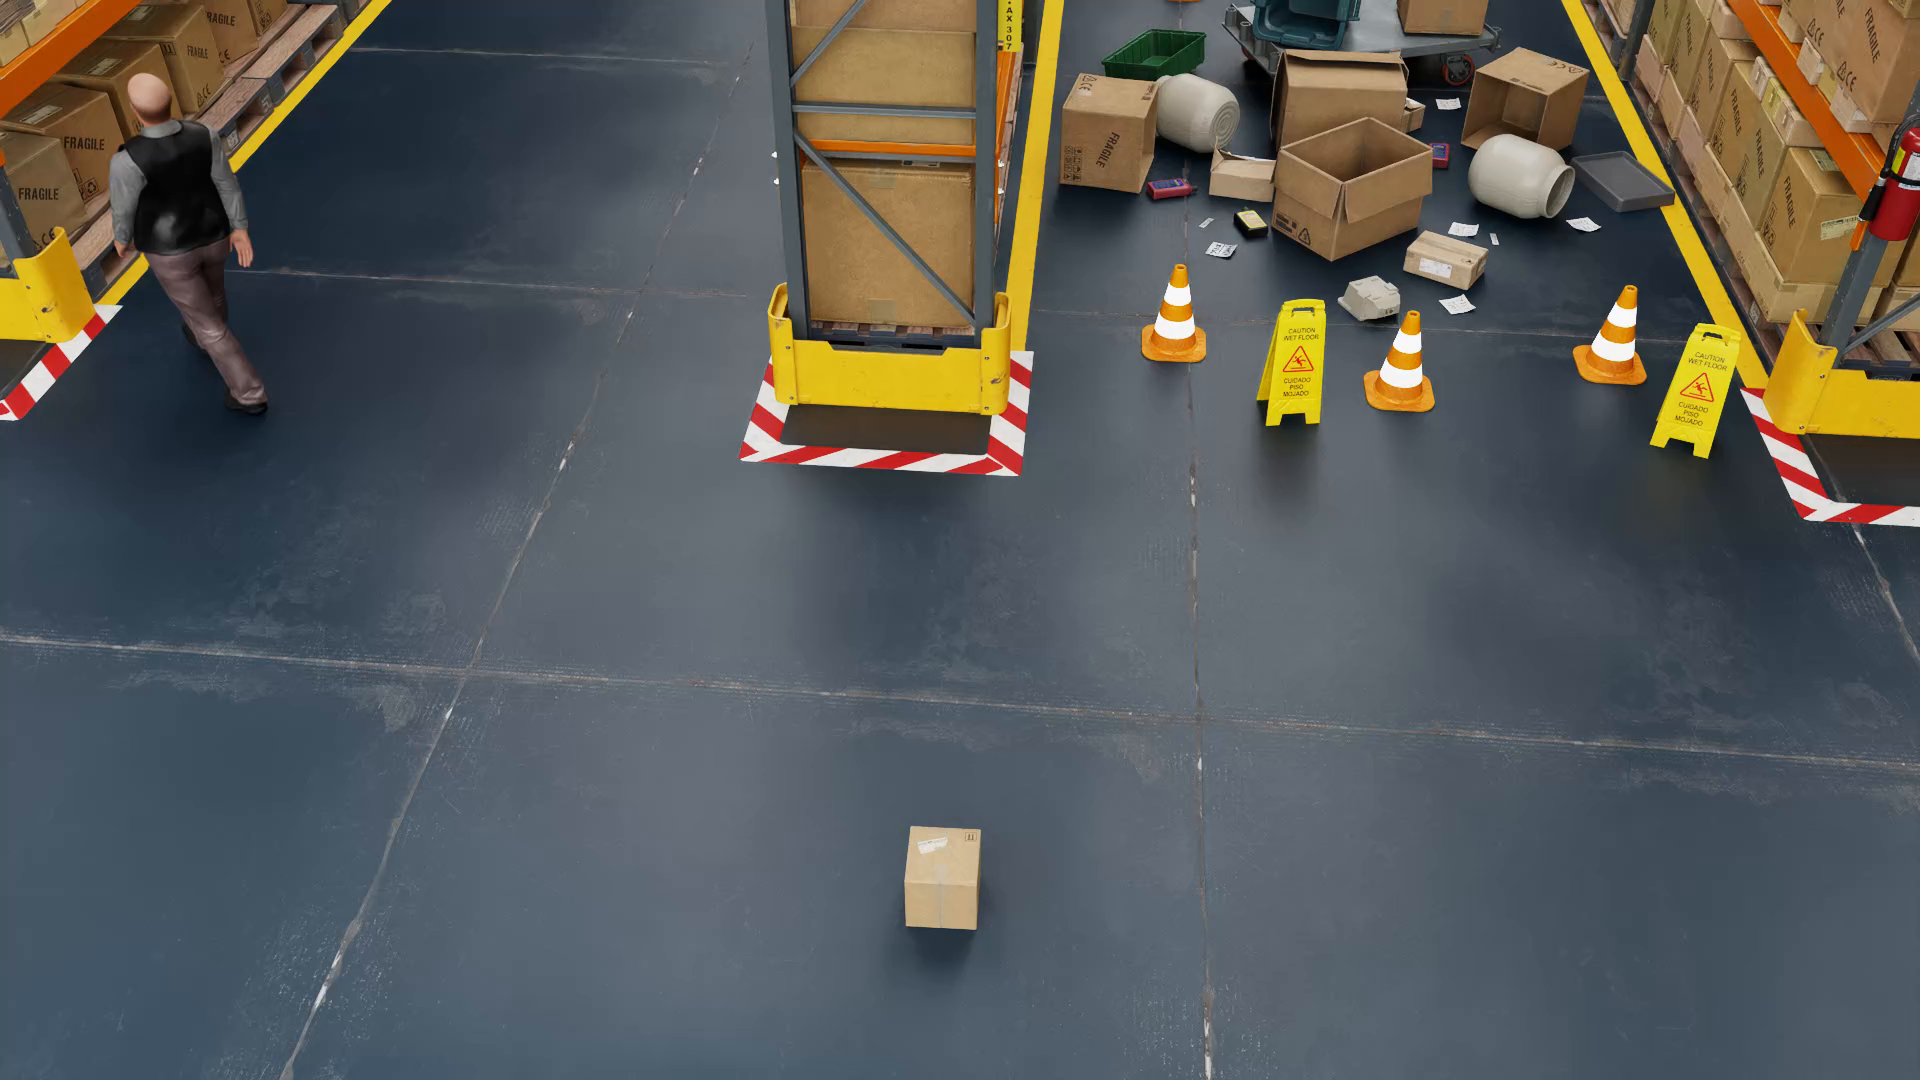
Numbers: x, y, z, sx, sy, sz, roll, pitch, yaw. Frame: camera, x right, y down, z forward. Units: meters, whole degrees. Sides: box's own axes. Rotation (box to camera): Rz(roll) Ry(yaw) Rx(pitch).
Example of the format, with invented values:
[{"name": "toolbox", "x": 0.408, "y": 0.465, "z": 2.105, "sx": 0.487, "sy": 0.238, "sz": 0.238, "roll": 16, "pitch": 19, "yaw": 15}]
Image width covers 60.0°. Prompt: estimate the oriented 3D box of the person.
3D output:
[{"name": "person", "x": -3.752, "y": -1.452, "z": 7.918, "sx": 0.928, "sy": 1.678, "sz": 0.552, "roll": 23, "pitch": 45, "yaw": 26}]
